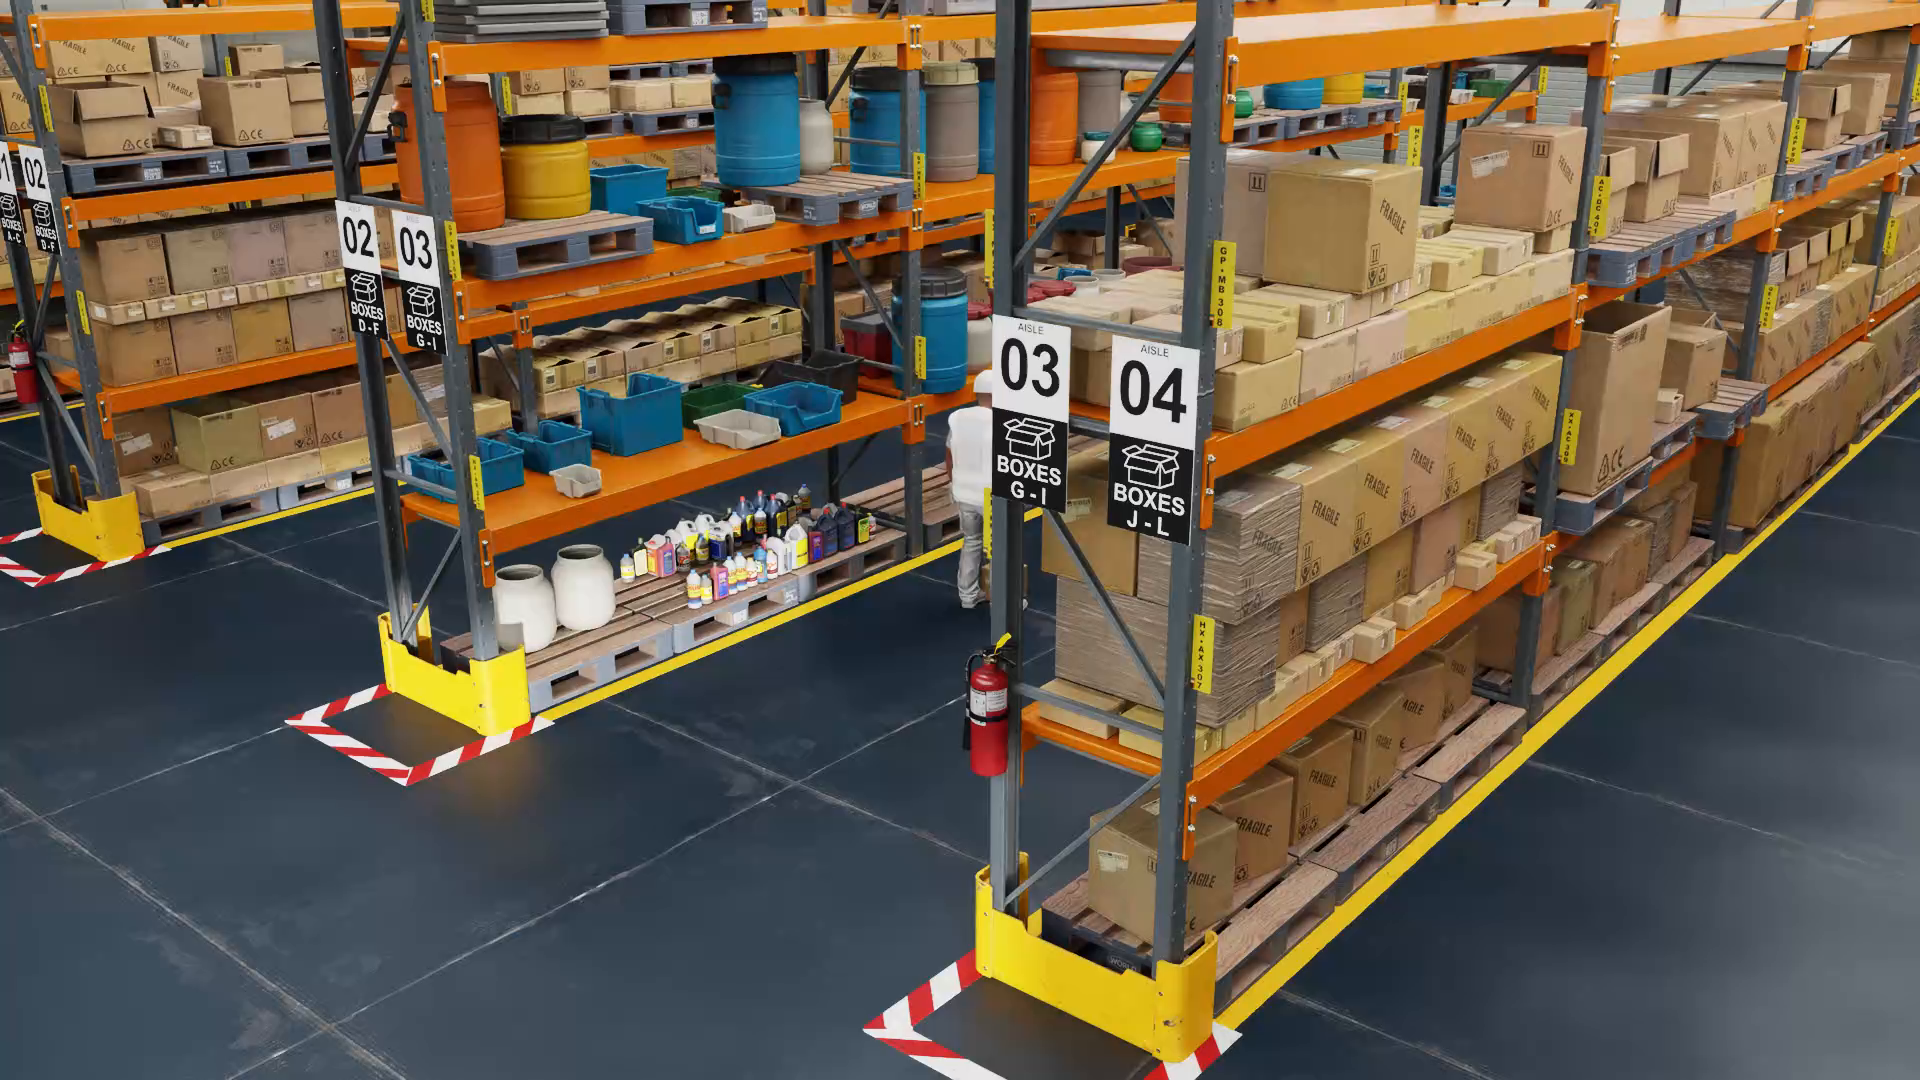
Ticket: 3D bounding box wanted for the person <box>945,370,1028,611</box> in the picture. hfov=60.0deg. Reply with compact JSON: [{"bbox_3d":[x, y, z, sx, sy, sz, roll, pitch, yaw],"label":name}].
[{"bbox_3d":[0.184,-0.342,11.999,0.623,1.773,0.451,14,24,33],"label":"person"}]
